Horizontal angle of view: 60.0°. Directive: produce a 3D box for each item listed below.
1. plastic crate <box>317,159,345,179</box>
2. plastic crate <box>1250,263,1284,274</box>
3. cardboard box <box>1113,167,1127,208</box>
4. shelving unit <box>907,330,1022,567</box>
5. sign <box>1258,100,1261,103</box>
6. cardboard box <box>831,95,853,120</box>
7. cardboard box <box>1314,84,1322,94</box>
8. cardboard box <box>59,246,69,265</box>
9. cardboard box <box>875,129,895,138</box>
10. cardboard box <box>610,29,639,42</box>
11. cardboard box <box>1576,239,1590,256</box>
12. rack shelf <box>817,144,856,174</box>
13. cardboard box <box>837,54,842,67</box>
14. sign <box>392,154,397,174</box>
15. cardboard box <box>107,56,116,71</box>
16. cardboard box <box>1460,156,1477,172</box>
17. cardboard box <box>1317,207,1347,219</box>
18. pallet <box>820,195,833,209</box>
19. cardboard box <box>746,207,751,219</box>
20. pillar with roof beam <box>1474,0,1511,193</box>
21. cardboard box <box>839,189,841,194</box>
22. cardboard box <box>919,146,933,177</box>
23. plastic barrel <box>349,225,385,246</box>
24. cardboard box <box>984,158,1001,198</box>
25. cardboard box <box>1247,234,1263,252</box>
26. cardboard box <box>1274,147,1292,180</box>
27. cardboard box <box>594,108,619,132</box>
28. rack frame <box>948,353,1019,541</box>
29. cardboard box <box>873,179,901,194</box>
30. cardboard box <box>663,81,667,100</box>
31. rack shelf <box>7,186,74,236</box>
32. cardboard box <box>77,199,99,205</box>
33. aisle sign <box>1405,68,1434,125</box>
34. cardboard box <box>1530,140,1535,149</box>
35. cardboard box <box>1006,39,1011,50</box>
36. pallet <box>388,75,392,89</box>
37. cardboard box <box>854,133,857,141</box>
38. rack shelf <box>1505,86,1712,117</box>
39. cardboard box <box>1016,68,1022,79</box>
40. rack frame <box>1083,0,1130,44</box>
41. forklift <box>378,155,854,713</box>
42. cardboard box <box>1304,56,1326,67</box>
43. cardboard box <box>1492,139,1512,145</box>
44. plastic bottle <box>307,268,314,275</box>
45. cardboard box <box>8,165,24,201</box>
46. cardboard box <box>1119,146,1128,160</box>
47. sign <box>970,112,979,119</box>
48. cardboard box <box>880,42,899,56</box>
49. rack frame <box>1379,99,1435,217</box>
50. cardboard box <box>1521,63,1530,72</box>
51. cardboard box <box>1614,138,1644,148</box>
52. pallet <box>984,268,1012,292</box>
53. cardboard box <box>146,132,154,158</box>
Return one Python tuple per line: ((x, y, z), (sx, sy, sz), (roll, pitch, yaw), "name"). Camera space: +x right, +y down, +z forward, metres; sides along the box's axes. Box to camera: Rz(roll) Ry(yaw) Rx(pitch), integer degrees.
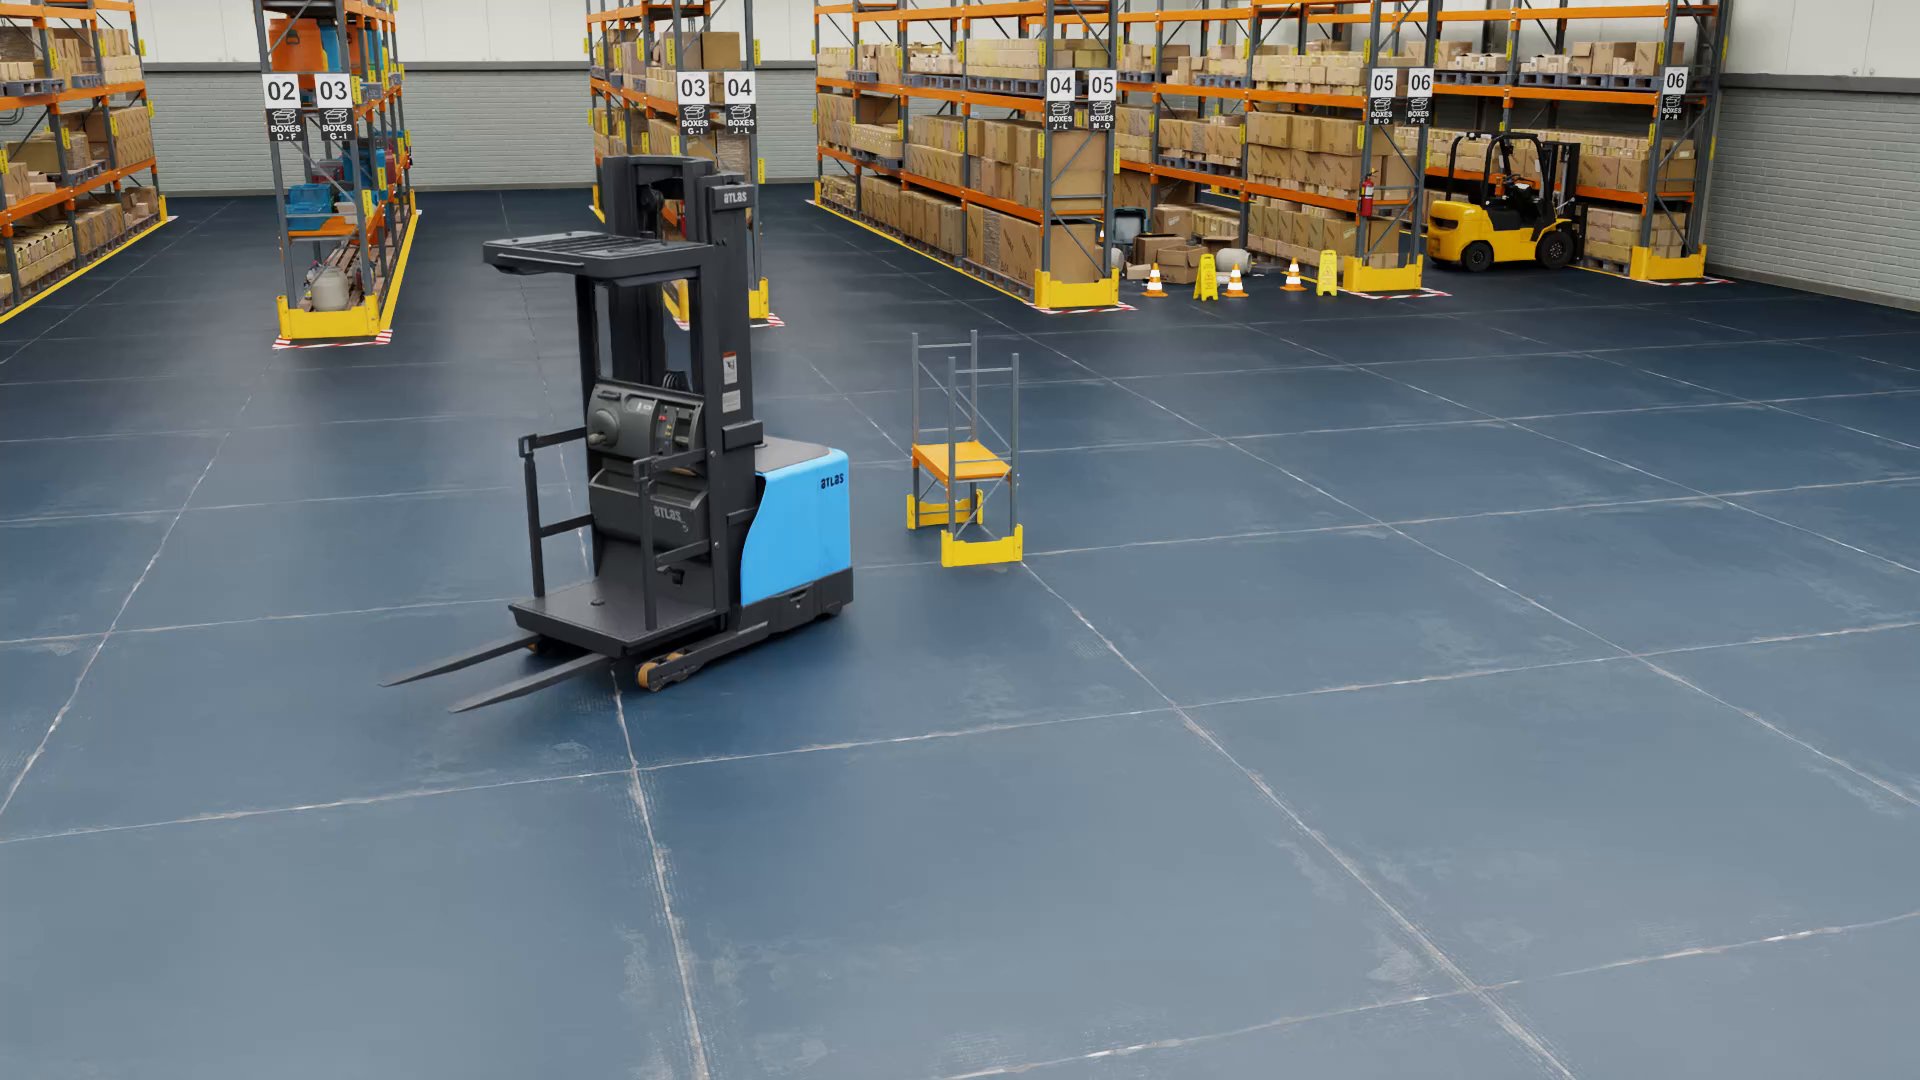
((-9.966, -5.796, 26.421), (0.402, 0.464, 0.583), (-5, 17, -15), "plastic crate")
((4.917, -4.407, 26.986), (0.402, 0.080, 0.583), (-12, 20, -34), "plastic crate")
((3.578, -7.287, 34.460), (0.875, 0.875, 0.875), (-4, 17, -14), "cardboard box")
((0.021, -0.697, 12.166), (0.587, 1.500, 1.083), (-5, 17, -15), "shelving unit")
((7.287, -10.762, 40.503), (0.100, 0.325, 0.005), (-5, 17, -15), "sign")
((-2.478, -9.304, 35.781), (0.500, 0.500, 0.500), (-5, 18, -17), "cardboard box")
((5.681, -6.948, 25.590), (0.380, 0.149, 0.250), (-5, 17, -17), "cardboard box")
((-14.355, -4.461, 26.140), (0.500, 0.250, 0.500), (-5, 17, -16), "cardboard box")
((-1.409, -7.740, 31.677), (0.380, 0.149, 0.250), (-5, 17, -15), "cardboard box")
((-6.705, -10.088, 33.225), (0.500, 0.250, 0.500), (-6, 18, -19), "cardboard box")
((10.456, -4.859, 27.462), (0.500, 0.250, 0.500), (-5, 17, -15), "cardboard box")
((-2.206, -8.307, 36.144), (1.077, 0.370, 4.000), (-5, 17, -15), "rack shelf")
((-2.307, -10.099, 35.036), (0.500, 0.250, 0.500), (-4, 17, -13), "cardboard box")
((-9.589, -6.360, 28.127), (0.100, 0.325, 0.005), (-5, 17, -15), "sign")
((-16.013, -8.849, 30.873), (0.500, 0.250, 0.500), (-5, 17, -15), "cardboard box")
((9.512, -6.884, 30.416), (0.500, 0.250, 0.500), (-5, 17, -16), "cardboard box")
((5.737, -5.050, 25.667), (0.380, 0.149, 0.250), (-4, 17, -14), "cardboard box")
((-2.545, -7.621, 37.456), (1.003, 0.211, 1.213), (-5, 17, -15), "pallet")
((-3.004, -4.392, 22.297), (0.380, 0.149, 0.250), (-5, 17, -15), "cardboard box")
((6.032, -10.048, 30.261), (9.100, 9.000, 0.400), (-5, 17, -15), "pillar with roof beam")
((-2.440, -7.660, 36.447), (0.380, 0.149, 0.250), (-4, 17, -12), "cardboard box")
((-0.413, -6.614, 29.084), (0.500, 0.500, 0.500), (-5, 17, -15), "cardboard box")
((-10.267, -5.532, 28.697), (0.600, 0.830, 0.708), (-5, 17, -15), "plastic barrel")
((0.863, -5.547, 25.445), (0.875, 0.550, 0.550), (-5, 17, -15), "cardboard box")
((5.177, -5.005, 27.948), (0.500, 0.250, 0.500), (-6, 18, -18), "cardboard box")
((5.413, -6.075, 26.770), (0.500, 0.500, 0.500), (-5, 17, -16), "cardboard box")
((-7.543, -8.978, 35.567), (0.500, 0.500, 0.500), (-5, 17, -17), "cardboard box")
((0.163, -0.554, 11.690), (0.500, 1.500, 0.032), (-5, 17, -15), "rack frame")
((-1.423, -6.948, 32.679), (0.500, 0.250, 0.500), (-4, 17, -13), "cardboard box")
((-3.805, -6.173, 22.836), (0.500, 0.250, 0.500), (-4, 17, -14), "cardboard box")
((-14.330, -4.948, 24.960), (1.077, 0.370, 4.000), (-5, 17, -15), "rack shelf")
((-16.408, -6.101, 31.128), (0.500, 0.500, 0.500), (-5, 17, -15), "cardboard box")
((6.688, -6.451, 24.195), (0.394, 0.787, 0.004), (-5, 17, -15), "aisle sign")
((10.051, -6.807, 28.596), (0.380, 0.149, 0.250), (-5, 17, -15), "cardboard box")
((0.874, -7.144, 23.955), (0.380, 0.149, 0.250), (-5, 17, -16), "cardboard box")
((-10.232, -7.802, 28.325), (1.003, 0.211, 1.213), (-5, 17, -15), "pallet")
((-1.917, -8.105, 33.409), (0.380, 0.149, 0.250), (-5, 17, -16), "cardboard box")
((10.595, -7.237, 27.368), (1.077, 0.370, 4.000), (-5, 17, -15), "rack shelf")
((1.016, -6.620, 23.596), (0.380, 0.149, 0.250), (-5, 17, -15), "cardboard box")
((3.075, -11.391, 34.731), (1.000, 3.000, 0.127), (-5, 17, -15), "rack frame")
((-1.993, -0.694, 9.667), (1.130, 2.935, 3.031), (12, 21, 36), "forklift")
((5.543, -7.388, 25.671), (0.380, 0.149, 0.250), (-4, 17, -14), "cardboard box")
((9.738, -7.134, 29.686), (0.380, 0.149, 0.250), (-4, 17, -13), "cardboard box")
((-8.974, -3.595, 23.044), (0.144, 0.351, 0.185), (-4, 17, -13), "plastic bottle")
((-14.258, -5.285, 24.659), (0.500, 0.500, 0.500), (-5, 17, -15), "cardboard box")
((3.508, -7.739, 33.264), (0.500, 0.250, 0.500), (-5, 17, -16), "cardboard box")
((0.341, -11.325, 44.469), (0.327, 0.218, 0.001), (-5, 17, -15), "sign")
((-1.291, -9.289, 31.442), (0.396, 0.266, 0.258), (-5, 17, -15), "cardboard box")
((8.946, -7.805, 33.221), (1.000, 3.000, 0.127), (-5, 17, -15), "rack frame")
((9.877, -8.115, 28.574), (0.380, 0.149, 0.250), (-4, 17, -14), "cardboard box")
((10.648, -6.311, 26.431), (0.380, 0.149, 0.250), (-4, 17, -14), "cardboard box")
((1.015, -3.995, 25.386), (1.003, 0.211, 1.213), (-5, 17, -15), "pallet")
((-16.693, -8.004, 33.710), (0.500, 0.500, 0.500), (-4, 17, -14), "cardboard box")
